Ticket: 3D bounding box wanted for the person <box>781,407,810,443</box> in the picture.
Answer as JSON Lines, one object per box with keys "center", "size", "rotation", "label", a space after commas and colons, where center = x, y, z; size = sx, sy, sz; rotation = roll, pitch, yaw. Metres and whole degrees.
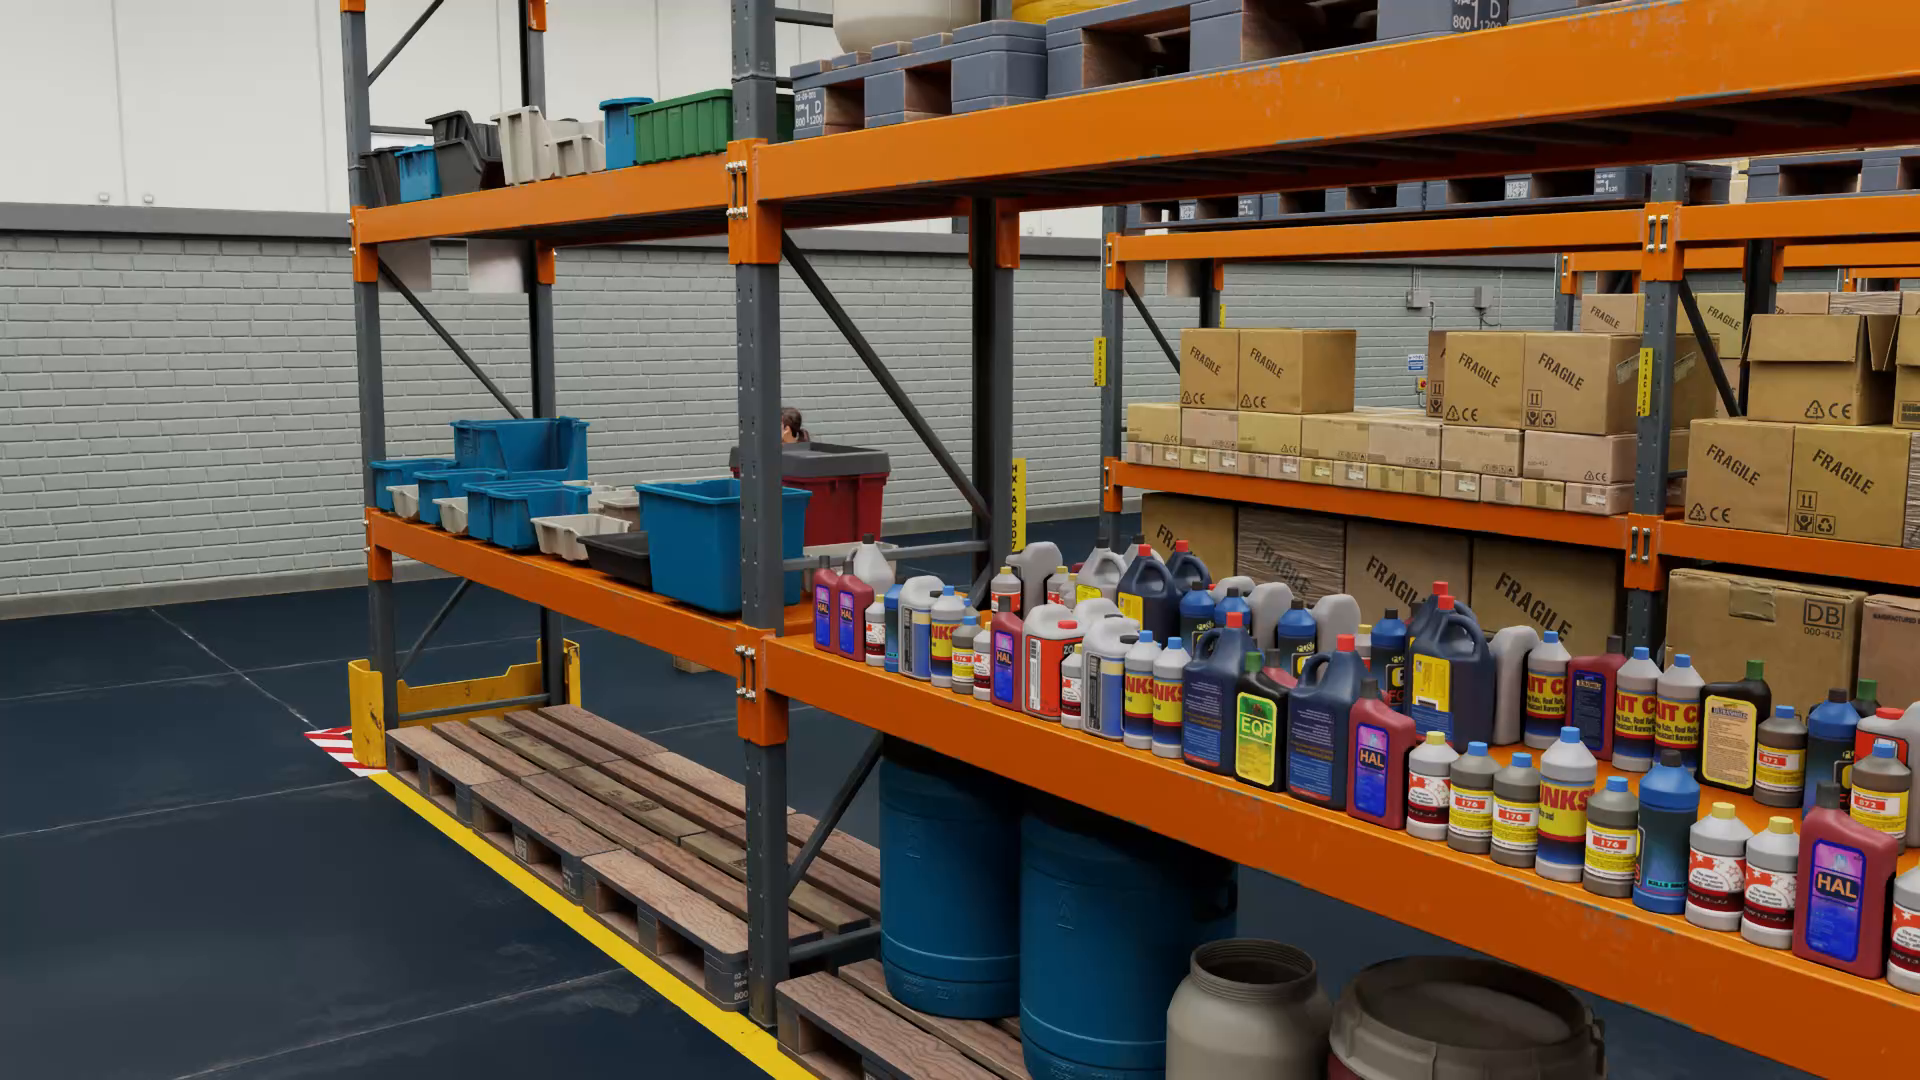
{"center": [-1.236, -0.036, 11.062], "size": [0.523, 1.694, 0.485], "rotation": [-2, 8, -17], "label": "person"}
